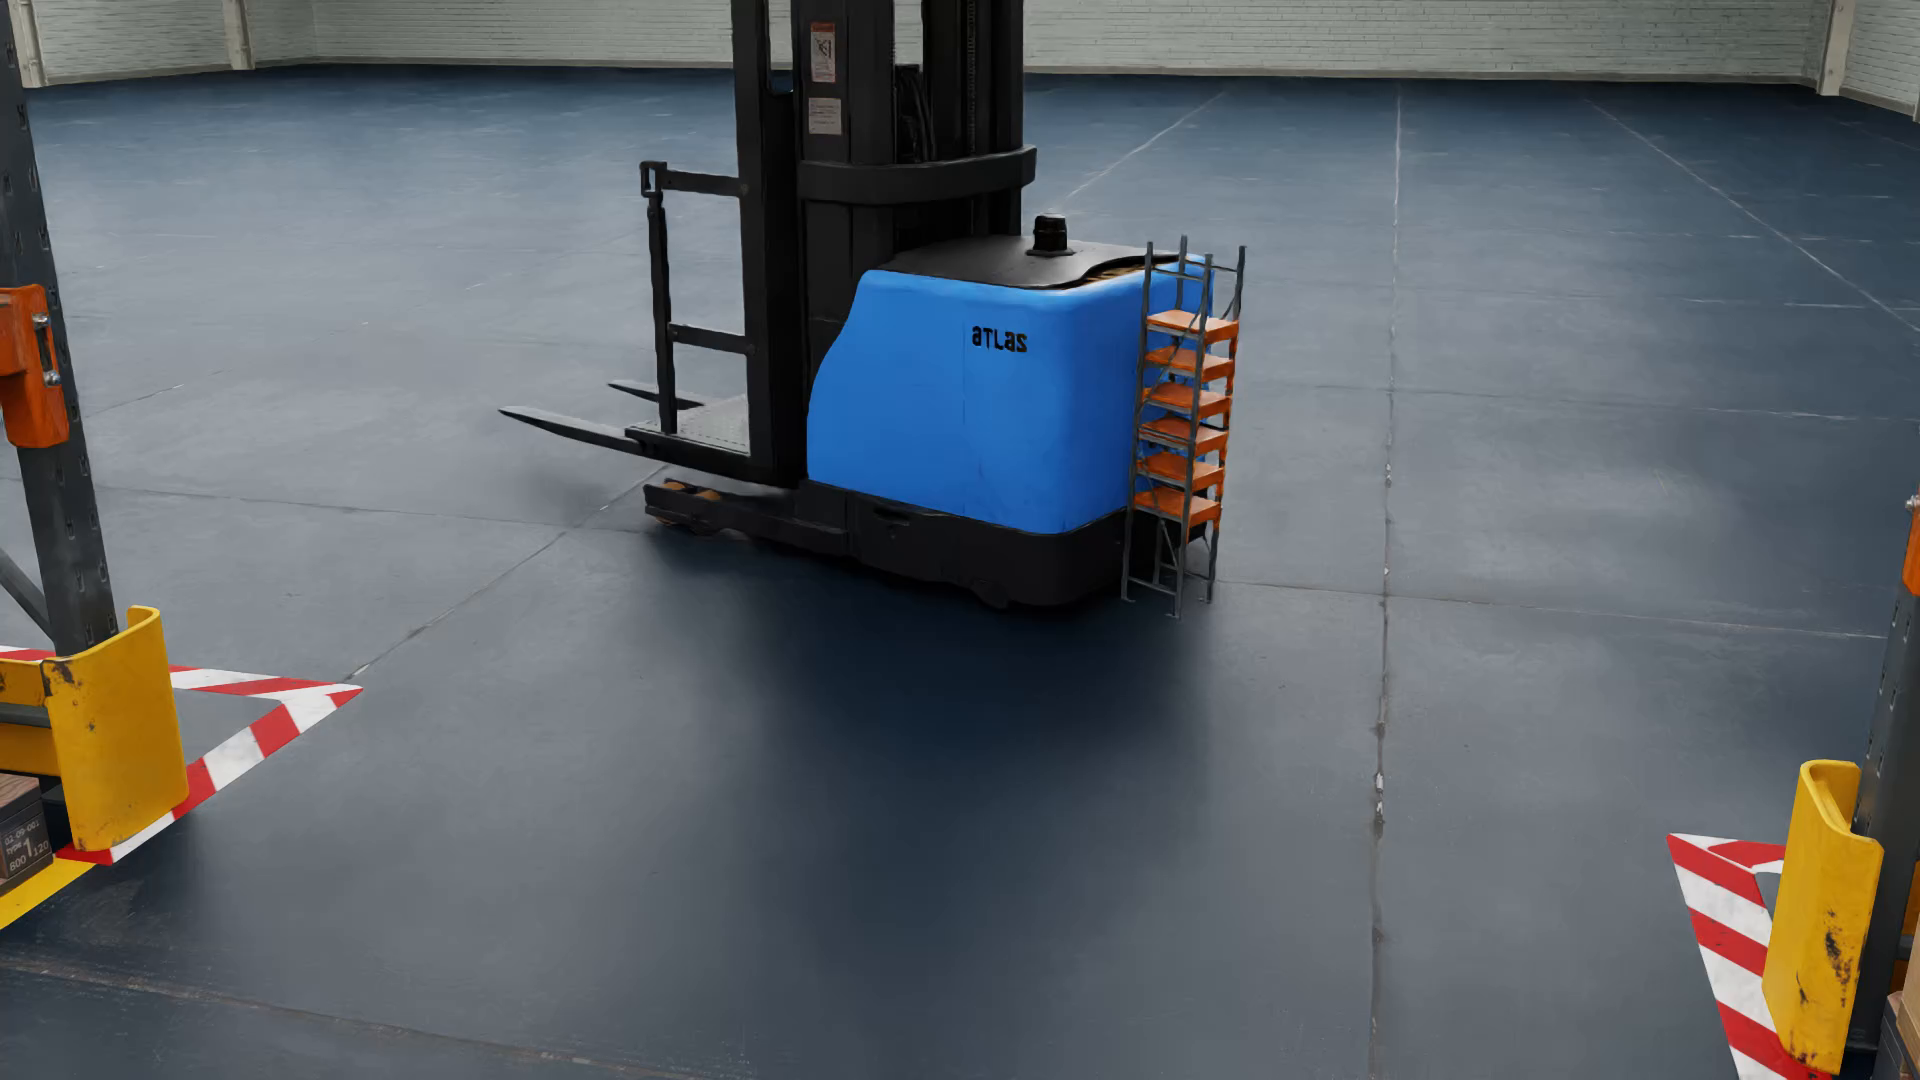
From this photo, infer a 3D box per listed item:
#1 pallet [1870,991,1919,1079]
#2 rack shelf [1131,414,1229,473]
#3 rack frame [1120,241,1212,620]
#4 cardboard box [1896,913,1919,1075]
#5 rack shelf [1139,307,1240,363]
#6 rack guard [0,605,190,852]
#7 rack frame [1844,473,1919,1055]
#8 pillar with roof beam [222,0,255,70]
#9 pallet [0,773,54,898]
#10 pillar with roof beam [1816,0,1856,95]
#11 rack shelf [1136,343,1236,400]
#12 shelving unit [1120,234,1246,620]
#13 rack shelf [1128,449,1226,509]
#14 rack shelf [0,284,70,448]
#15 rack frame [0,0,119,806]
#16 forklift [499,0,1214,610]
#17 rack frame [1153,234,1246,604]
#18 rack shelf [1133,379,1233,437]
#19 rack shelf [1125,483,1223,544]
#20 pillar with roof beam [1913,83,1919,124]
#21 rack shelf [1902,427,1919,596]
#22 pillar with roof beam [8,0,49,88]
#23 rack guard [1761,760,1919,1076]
[{"bbox_3d":[2.059,1.161,2.461,1.003,0.211,1.213,5,19,13],"label":"pallet"},{"bbox_3d":[0.708,-0.313,5.362,0.258,0.103,0.180,20,27,38],"label":"rack shelf"},{"bbox_3d":[0.647,-0.332,5.282,0.240,1.200,0.006,20,27,38],"label":"rack frame"},{"bbox_3d":[1.858,0.852,2.658,0.500,0.250,0.500,5,19,13],"label":"cardboard box"},{"bbox_3d":[0.720,-0.648,5.232,0.258,0.103,0.180,20,27,38],"label":"rack shelf"},{"bbox_3d":[-2.570,0.417,4.194,1.175,0.500,0.348,5,19,13],"label":"rack guard"},{"bbox_3d":[2.205,-0.401,2.722,1.000,3.000,0.127,5,19,13],"label":"rack frame"},{"bbox_3d":[-11.364,-14.113,33.585,9.100,9.000,0.400,5,19,13],"label":"pillar with roof beam"},{"bbox_3d":[-2.774,0.808,3.496,1.003,0.211,1.213,5,19,13],"label":"pallet"},{"bbox_3d":[10.832,-12.305,28.292,9.100,9.000,0.400,5,19,13],"label":"pillar with roof beam"},{"bbox_3d":[0.716,-0.536,5.275,0.258,0.103,0.180,20,27,38],"label":"rack shelf"},{"bbox_3d":[0.709,-0.354,5.346,0.258,1.200,0.189,20,27,38],"label":"shelving unit"},{"bbox_3d":[0.704,-0.201,5.405,0.258,0.103,0.180,20,27,38],"label":"rack shelf"},{"bbox_3d":[-3.086,0.174,2.151,1.077,0.370,4.000,5,19,13],"label":"rack shelf"},{"bbox_3d":[-2.597,-0.794,3.870,1.000,3.000,0.127,5,19,13],"label":"rack frame"},{"bbox_3d":[-0.581,-1.524,6.116,3.031,2.935,1.130,14,23,35],"label":"forklift"},{"bbox_3d":[0.771,-0.377,5.410,0.240,1.200,0.006,20,27,38],"label":"rack frame"},{"bbox_3d":[0.712,-0.425,5.319,0.258,0.103,0.180,20,27,38],"label":"rack shelf"},{"bbox_3d":[0.700,-0.089,5.449,0.258,0.103,0.180,20,27,38],"label":"rack shelf"},{"bbox_3d":[9.366,-10.425,22.787,9.100,9.000,0.400,5,19,13],"label":"pillar with roof beam"},{"bbox_3d":[1.716,0.566,1.003,1.077,0.370,4.000,5,19,13],"label":"rack shelf"},{"bbox_3d":[-12.830,-12.233,28.079,9.100,9.000,0.400,5,19,13],"label":"pillar with roof beam"},{"bbox_3d":[2.211,0.774,3.148,1.175,0.500,0.348,5,19,13],"label":"rack guard"}]
